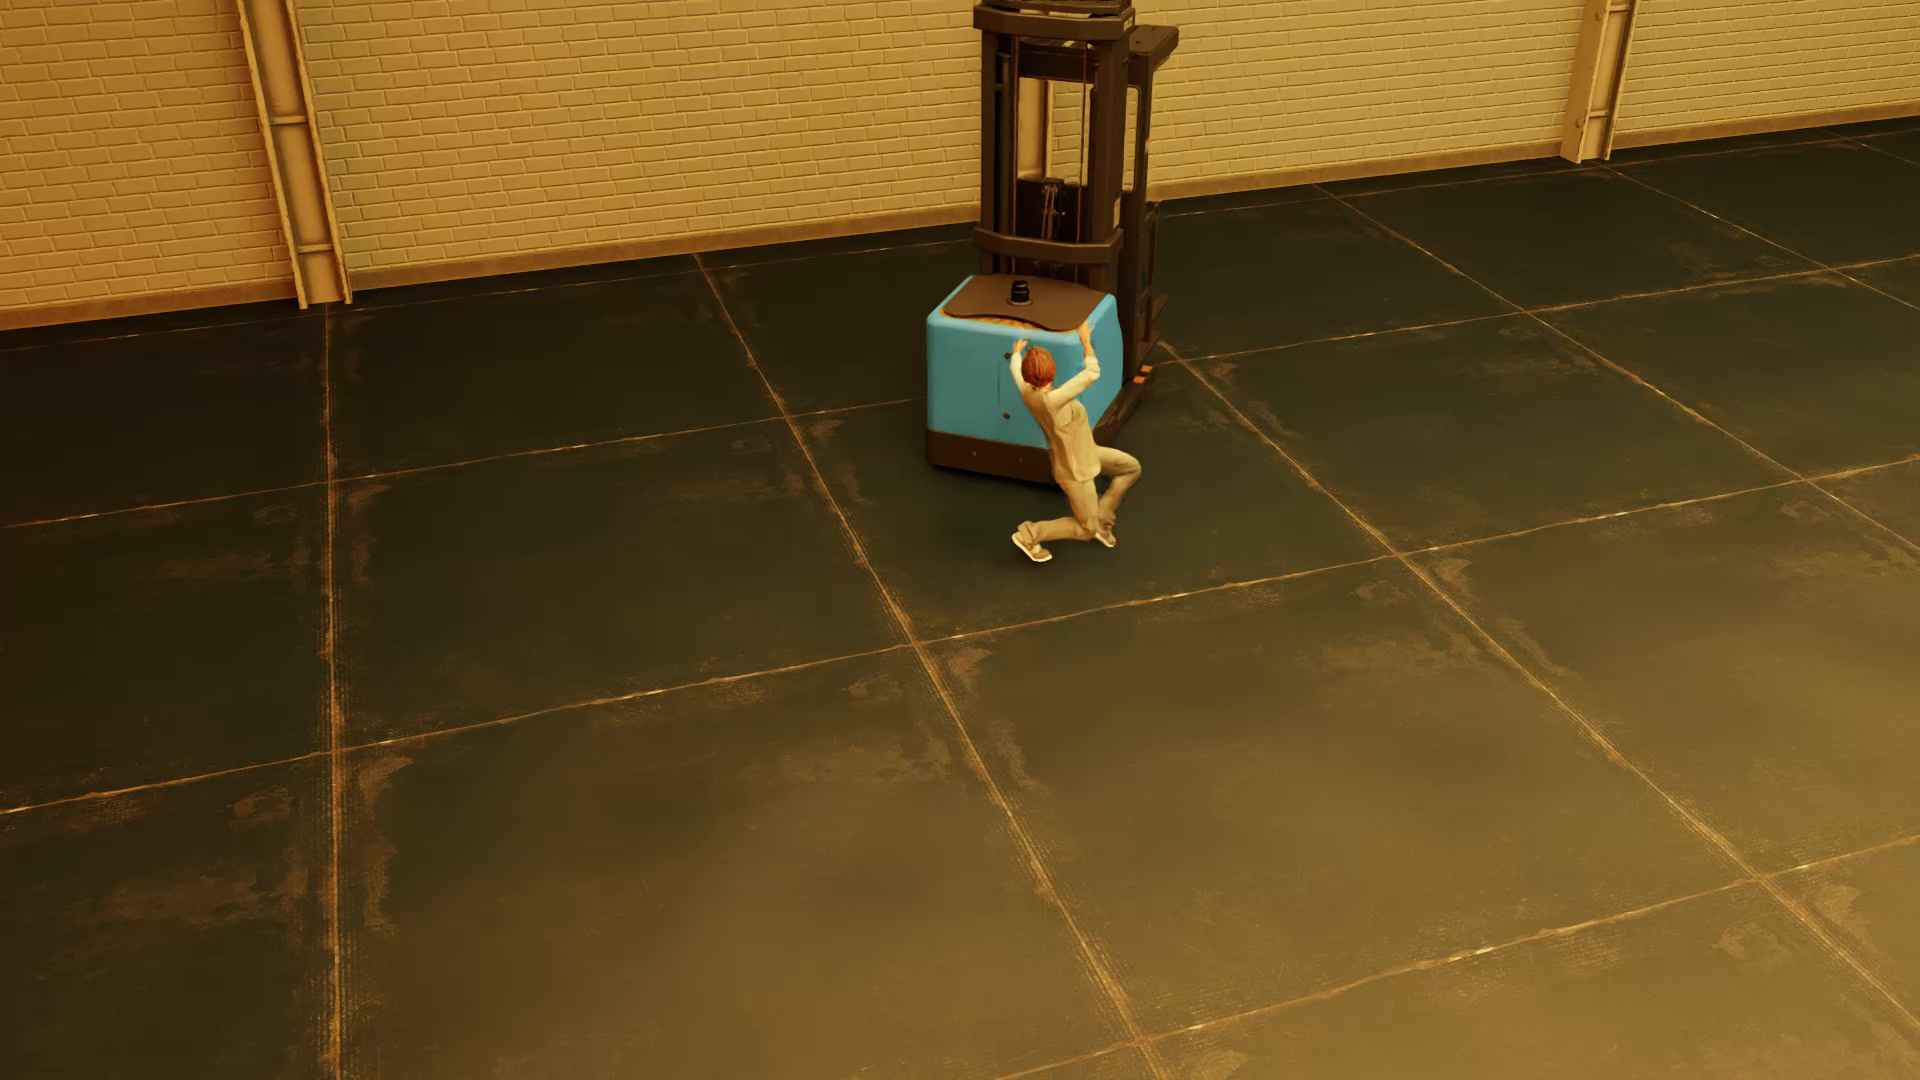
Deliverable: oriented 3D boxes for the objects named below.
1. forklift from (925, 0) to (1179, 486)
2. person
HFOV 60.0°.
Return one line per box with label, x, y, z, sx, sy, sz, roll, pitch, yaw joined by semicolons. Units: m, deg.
forklift;0.768;-2.326;11.130;1.130;2.935;3.031;11;32;18
person;0.676;-0.642;9.735;0.766;1.444;0.943;-2;30;-3
